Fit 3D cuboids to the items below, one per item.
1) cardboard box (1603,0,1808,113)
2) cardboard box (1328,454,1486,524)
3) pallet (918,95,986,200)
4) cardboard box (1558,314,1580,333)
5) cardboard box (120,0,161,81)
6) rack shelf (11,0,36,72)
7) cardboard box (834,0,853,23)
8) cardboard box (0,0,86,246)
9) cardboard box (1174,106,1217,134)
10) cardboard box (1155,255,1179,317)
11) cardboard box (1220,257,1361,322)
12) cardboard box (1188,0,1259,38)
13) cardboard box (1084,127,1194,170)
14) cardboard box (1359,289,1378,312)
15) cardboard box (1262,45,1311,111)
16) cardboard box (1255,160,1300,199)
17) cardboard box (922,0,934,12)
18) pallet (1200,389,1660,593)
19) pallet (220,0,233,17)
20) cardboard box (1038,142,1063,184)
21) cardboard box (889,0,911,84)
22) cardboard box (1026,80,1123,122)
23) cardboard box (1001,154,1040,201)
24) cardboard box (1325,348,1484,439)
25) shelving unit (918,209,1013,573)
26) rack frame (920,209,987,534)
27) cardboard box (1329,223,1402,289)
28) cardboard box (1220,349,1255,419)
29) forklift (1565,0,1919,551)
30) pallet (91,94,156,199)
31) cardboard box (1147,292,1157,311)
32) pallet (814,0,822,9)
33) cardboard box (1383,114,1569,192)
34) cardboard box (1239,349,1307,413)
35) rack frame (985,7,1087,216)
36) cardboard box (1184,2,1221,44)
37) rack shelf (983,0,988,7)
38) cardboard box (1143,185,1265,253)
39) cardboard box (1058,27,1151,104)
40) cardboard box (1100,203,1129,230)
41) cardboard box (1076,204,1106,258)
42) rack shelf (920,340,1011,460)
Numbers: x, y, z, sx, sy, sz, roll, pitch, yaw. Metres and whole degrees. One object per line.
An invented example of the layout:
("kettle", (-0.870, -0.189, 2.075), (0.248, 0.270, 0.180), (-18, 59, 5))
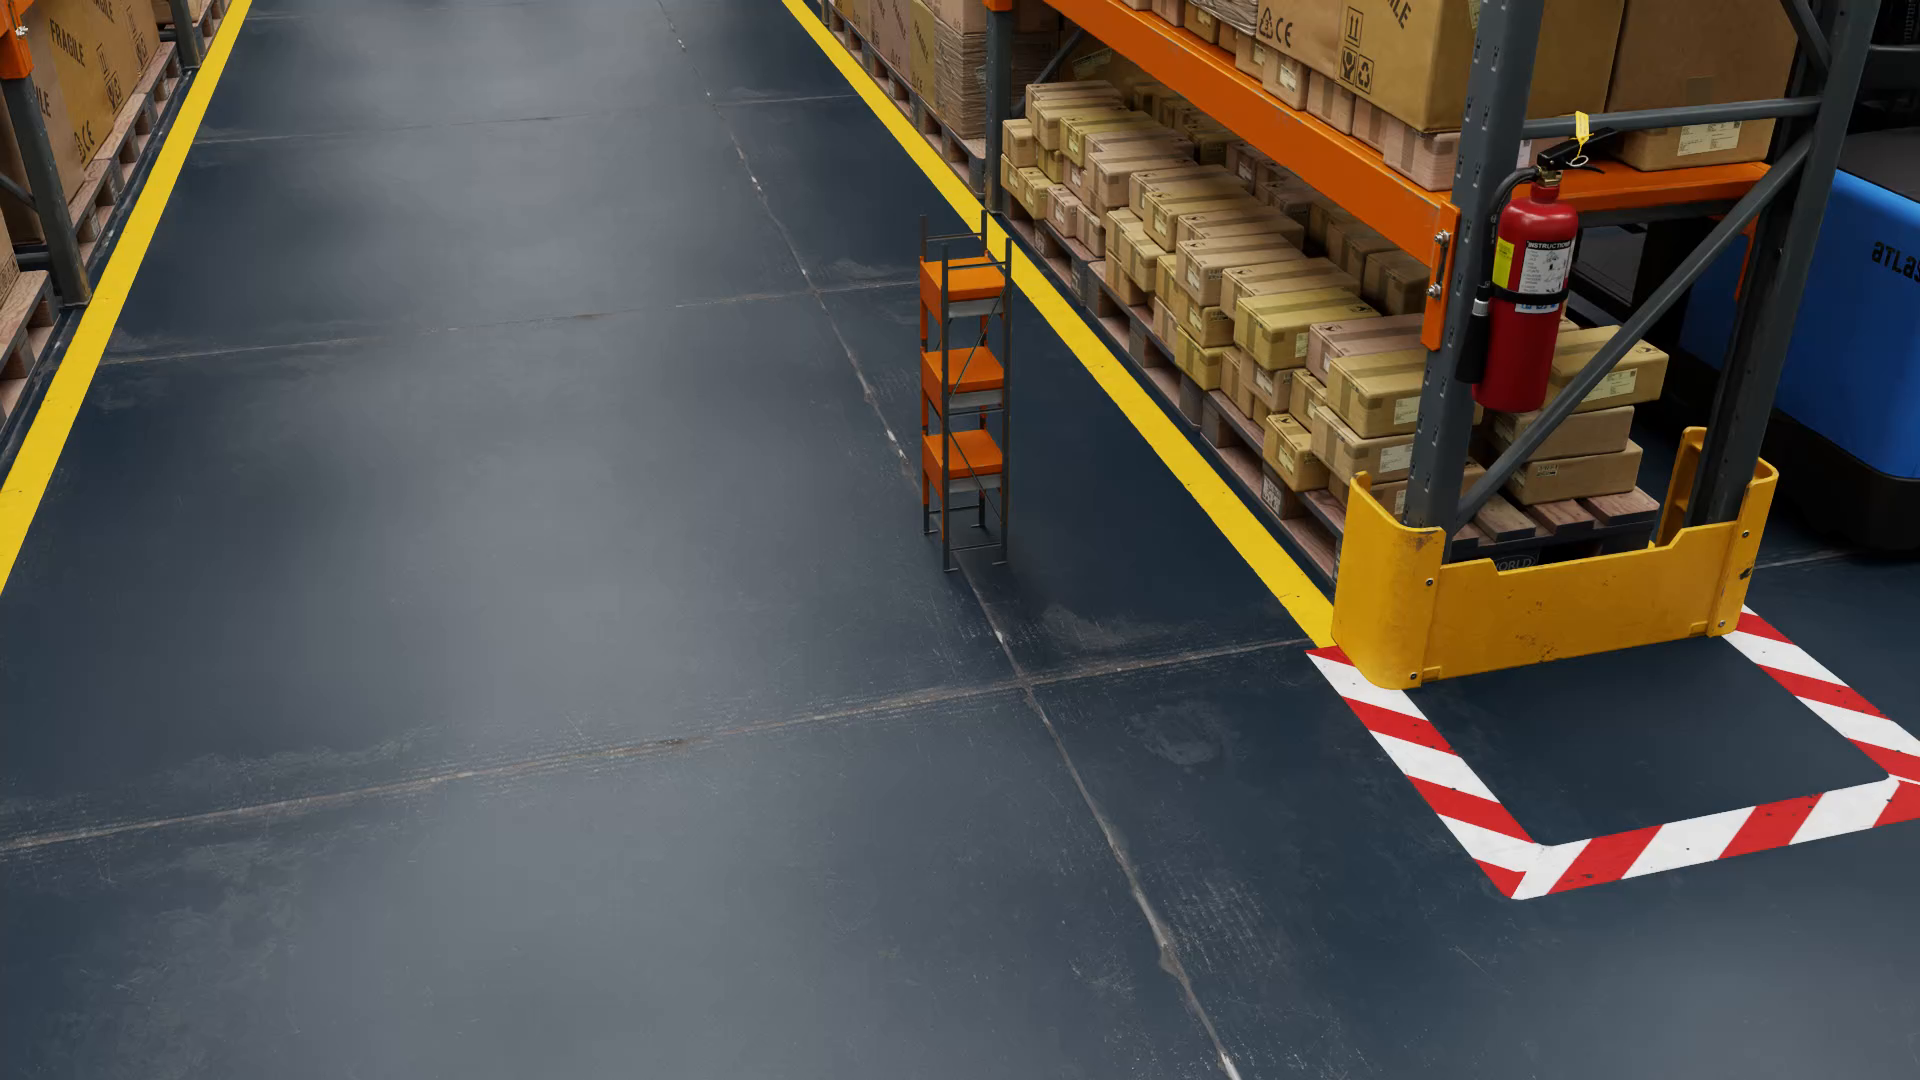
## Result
("cardboard box", (1.826, -1.430, 4.329), (0.500, 0.500, 0.500), (-6, 31, -11))
("cardboard box", (1.338, -0.179, 4.991), (0.380, 0.149, 0.250), (-7, 31, -12))
("pallet", (0.409, -2.105, 8.677), (1.003, 0.211, 1.213), (-8, 31, -13))
("cardboard box", (1.678, -0.625, 5.169), (0.380, 0.149, 0.250), (-7, 31, -12))
("cardboard box", (-5.087, -3.079, 9.277), (0.875, 0.875, 0.875), (-8, 31, -14))
("rack shelf", (-4.659, -2.884, 7.956), (1.077, 0.370, 4.000), (-8, 31, -13))
("cardboard box", (-0.502, -3.593, 10.539), (0.500, 0.500, 0.500), (-9, 31, -15))
("cardboard box", (-4.370, -1.780, 7.033), (0.875, 0.875, 0.875), (-7, 31, -12))
("cardboard box", (1.142, -1.767, 7.141), (0.380, 0.149, 0.250), (-8, 31, -14))
("cardboard box", (0.924, -0.923, 5.981), (0.380, 0.149, 0.250), (-6, 31, -11))
("cardboard box", (1.084, -0.802, 5.475), (0.380, 0.149, 0.250), (-9, 31, -15))
("cardboard box", (1.036, -1.852, 5.059), (0.500, 0.500, 0.500), (-8, 31, -13))
("cardboard box", (0.731, -1.568, 6.798), (0.380, 0.149, 0.250), (-9, 31, -15))
("cardboard box", (1.494, -0.868, 5.886), (0.380, 0.149, 0.250), (-9, 31, -16))
("cardboard box", (1.119, -1.380, 4.890), (0.380, 0.149, 0.250), (-7, 31, -12))
("cardboard box", (1.380, -1.384, 6.480), (0.380, 0.149, 0.250), (-9, 31, -15))
("cardboard box", (0.052, -2.937, 8.657), (0.500, 0.250, 0.500), (-6, 31, -11))
("pallet", (1.477, -0.231, 5.439), (1.003, 0.211, 1.213), (-8, 31, -13))
("pallet", (-5.716, -3.920, 11.812), (1.003, 0.211, 1.213), (-8, 31, -13))
("cardboard box", (0.559, -1.685, 7.297), (0.380, 0.149, 0.250), (-8, 31, -13))
("cardboard box", (-0.090, -2.856, 9.267), (0.500, 0.500, 0.500), (-9, 31, -14))
("cardboard box", (0.509, -1.948, 7.454), (0.380, 0.149, 0.250), (-7, 31, -11))
("cardboard box", (0.404, -1.666, 7.560), (0.380, 0.149, 0.250), (-9, 31, -15))
("cardboard box", (1.294, -0.432, 4.834), (0.380, 0.149, 0.250), (-7, 31, -13))
("shelving unit", (0.014, -0.429, 4.942), (0.215, 1.050, 0.252), (-8, 31, -13))
("rack frame", (-0.018, -0.487, 5.044), (0.200, 1.050, 0.008), (-8, 31, -13))
("cardboard box", (1.525, -1.008, 5.830), (0.380, 0.149, 0.250), (-7, 31, -11))
("cardboard box", (1.107, -0.546, 5.626), (0.380, 0.149, 0.250), (-8, 31, -13))
("forklift", (2.882, -1.962, 5.714), (1.130, 2.935, 3.031), (-7, 31, -13))
("pallet", (-4.733, -1.975, 8.452), (1.003, 0.211, 1.213), (-8, 31, -13))
("cardboard box", (0.931, -0.928, 6.285), (0.380, 0.149, 0.250), (-7, 31, -12))
("pallet", (-0.581, -4.052, 12.040), (1.003, 0.211, 1.213), (-8, 31, -13))
("cardboard box", (1.320, -1.016, 4.261), (0.380, 0.149, 0.250), (-8, 31, -13))
("cardboard box", (1.124, -0.549, 5.333), (0.380, 0.149, 0.250), (-9, 31, -15))
("rack frame", (0.617, -2.936, 7.329), (1.000, 3.000, 0.127), (-8, 31, -13))
("cardboard box", (0.977, -1.775, 5.574), (0.380, 0.149, 0.250), (-7, 31, -12))
("rack shelf", (0.087, -3.591, 9.178), (1.077, 0.370, 4.000), (-8, 31, -13))
("cardboard box", (0.899, -1.190, 6.144), (0.380, 0.149, 0.250), (-8, 31, -13))
("cardboard box", (0.677, -2.428, 8.527), (0.500, 0.500, 0.500), (-7, 31, -11))
("cardboard box", (0.777, -1.305, 6.641), (0.380, 0.149, 0.250), (-6, 31, -11))
("cardboard box", (0.707, -1.308, 6.942), (0.380, 0.149, 0.250), (-8, 31, -14))
("rack shelf", (0.014, -0.419, 4.948), (0.215, 0.259, 0.240), (-8, 31, -13))
